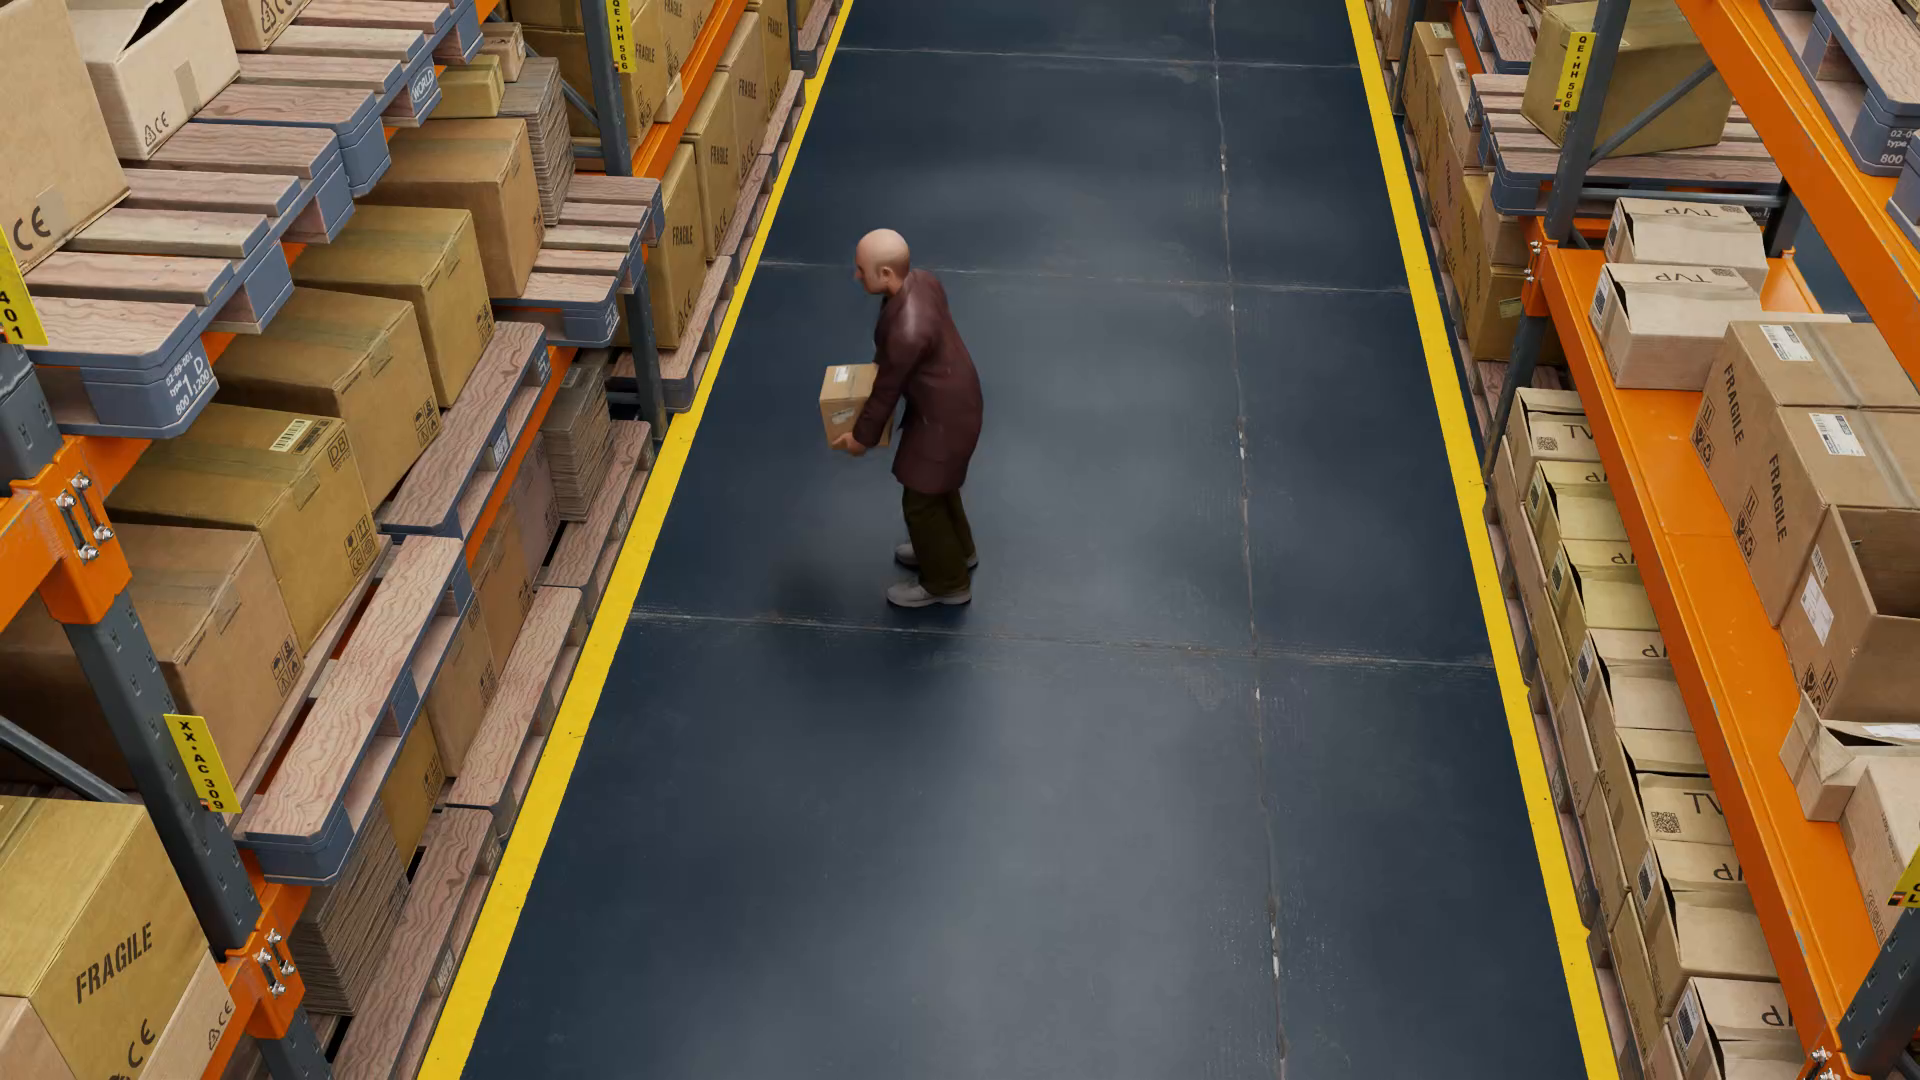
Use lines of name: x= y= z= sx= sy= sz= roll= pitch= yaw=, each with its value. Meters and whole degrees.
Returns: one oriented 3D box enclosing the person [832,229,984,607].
person: x=-0.210 y=-0.498 z=6.805 sx=0.599 sy=1.742 sz=0.537 roll=3 pitch=40 yaw=3
